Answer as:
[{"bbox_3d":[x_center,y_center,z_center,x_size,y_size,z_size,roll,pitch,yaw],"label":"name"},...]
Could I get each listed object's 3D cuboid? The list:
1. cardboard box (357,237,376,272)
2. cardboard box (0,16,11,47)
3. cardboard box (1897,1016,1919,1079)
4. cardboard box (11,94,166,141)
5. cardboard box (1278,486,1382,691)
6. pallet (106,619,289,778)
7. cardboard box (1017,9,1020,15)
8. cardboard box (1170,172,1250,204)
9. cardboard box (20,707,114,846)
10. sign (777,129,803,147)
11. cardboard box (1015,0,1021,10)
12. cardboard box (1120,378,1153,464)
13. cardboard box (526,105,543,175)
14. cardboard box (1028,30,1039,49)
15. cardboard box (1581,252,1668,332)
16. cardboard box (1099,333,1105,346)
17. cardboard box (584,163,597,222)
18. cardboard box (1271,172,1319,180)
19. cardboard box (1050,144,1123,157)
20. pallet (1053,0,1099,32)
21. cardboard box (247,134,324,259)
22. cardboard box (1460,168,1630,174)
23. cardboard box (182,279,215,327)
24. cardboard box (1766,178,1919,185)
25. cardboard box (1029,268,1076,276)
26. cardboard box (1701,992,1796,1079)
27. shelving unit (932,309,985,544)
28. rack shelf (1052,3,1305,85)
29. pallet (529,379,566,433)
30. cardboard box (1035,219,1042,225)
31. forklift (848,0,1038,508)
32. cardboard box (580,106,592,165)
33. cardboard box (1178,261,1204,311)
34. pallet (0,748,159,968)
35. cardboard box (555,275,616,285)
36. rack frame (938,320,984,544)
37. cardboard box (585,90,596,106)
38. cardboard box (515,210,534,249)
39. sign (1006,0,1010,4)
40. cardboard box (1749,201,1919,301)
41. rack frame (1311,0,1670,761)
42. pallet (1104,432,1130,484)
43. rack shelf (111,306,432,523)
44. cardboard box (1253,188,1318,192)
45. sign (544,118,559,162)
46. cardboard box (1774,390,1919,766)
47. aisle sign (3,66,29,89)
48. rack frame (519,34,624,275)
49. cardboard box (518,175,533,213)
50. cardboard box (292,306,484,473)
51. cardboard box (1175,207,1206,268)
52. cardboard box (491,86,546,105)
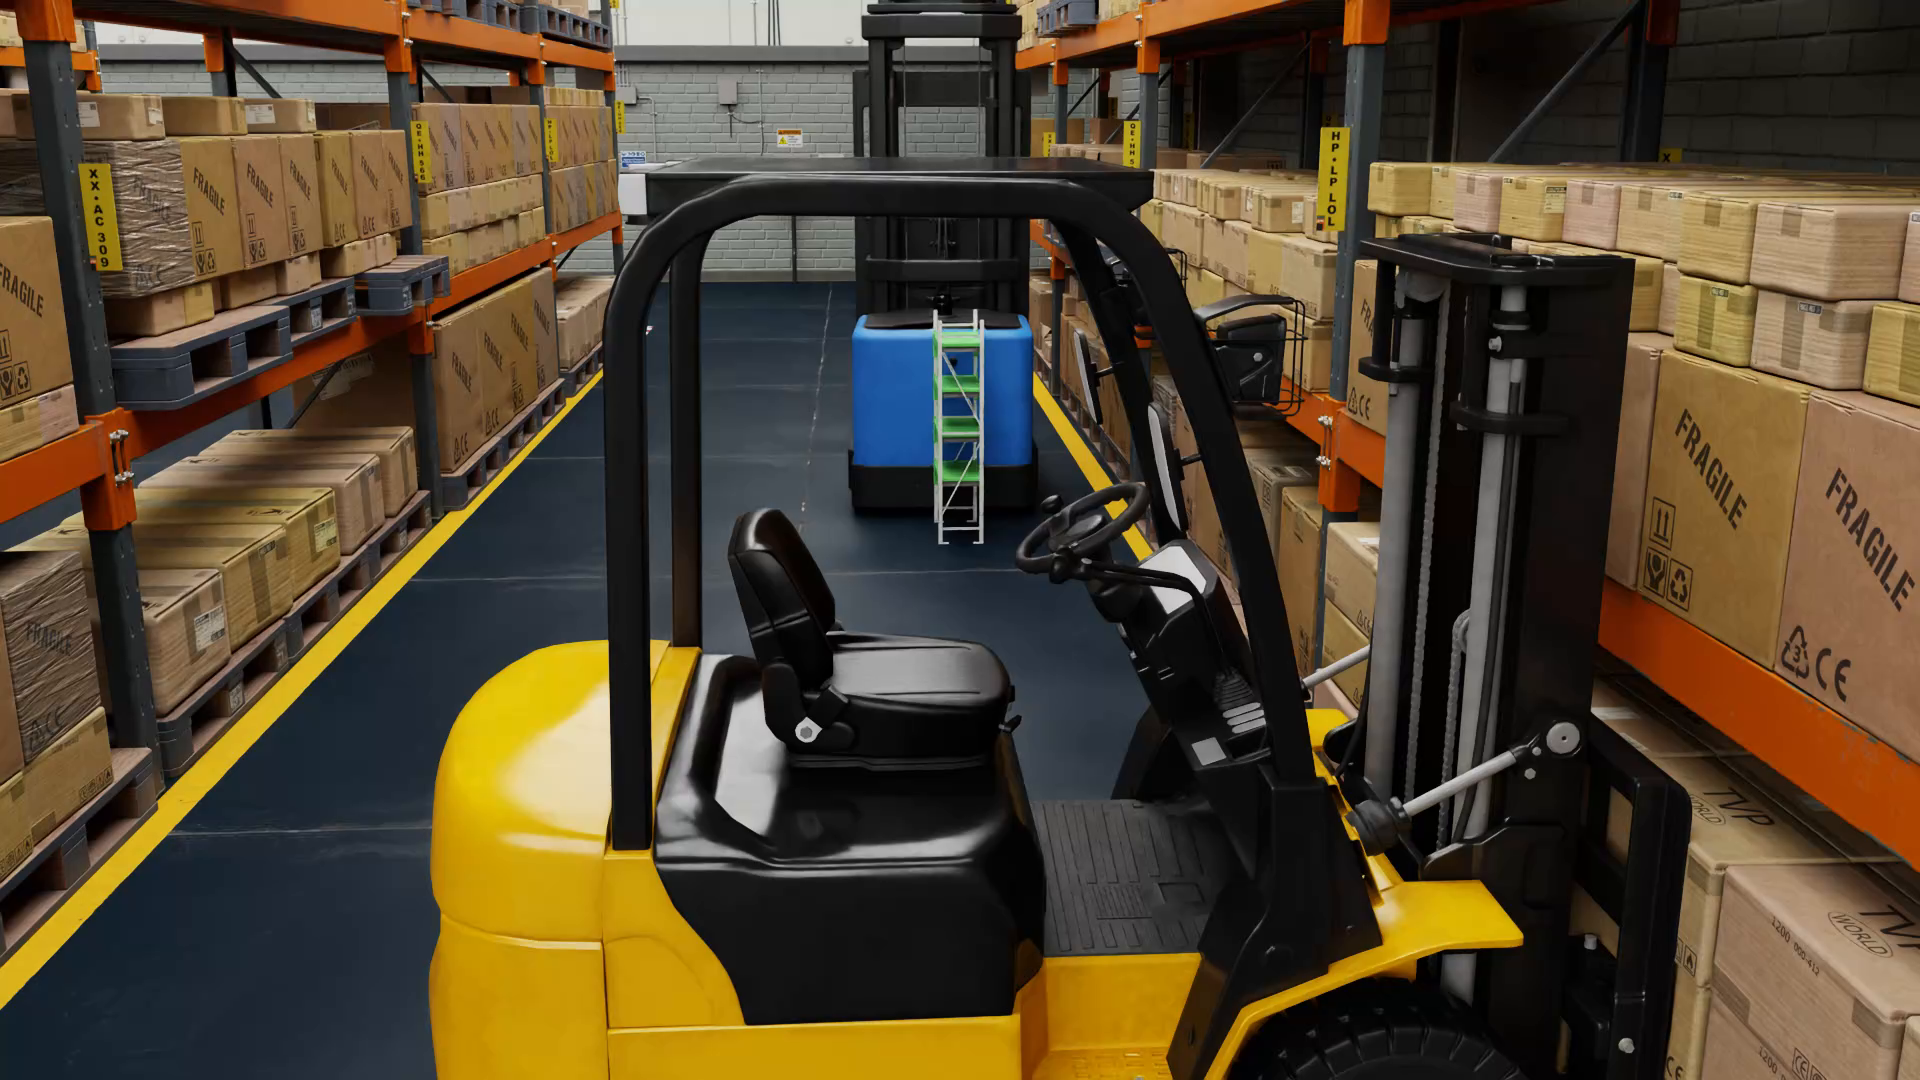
[{"bbox_3d":[-3.046,-1.379,8.028,0.380,0.149,0.250,-2,15,-6],"label":"cardboard box"},{"bbox_3d":[-8.487,-4.342,14.165,0.500,0.250,0.500,0,14,-1],"label":"cardboard box"},{"bbox_3d":[1.652,0.881,2.252,0.500,0.250,0.500,0,14,-2],"label":"cardboard box"},{"bbox_3d":[-2.886,-1.403,5.518,0.380,0.149,0.250,-1,14,-4],"label":"cardboard box"},{"bbox_3d":[1.700,0.169,6.273,0.875,0.625,0.625,0,14,-1],"label":"cardboard box"},{"bbox_3d":[-3.260,0.586,6.325,1.003,0.211,1.213,-1,14,-3],"label":"pallet"},{"bbox_3d":[0.807,-4.916,15.798,0.500,0.250,0.500,-1,14,-2],"label":"cardboard box"},{"bbox_3d":[1.281,-1.792,8.469,0.380,0.149,0.250,0,14,-2],"label":"cardboard box"},{"bbox_3d":[-2.905,0.700,4.960,0.500,0.250,0.500,0,14,-1],"label":"cardboard box"},{"bbox_3d":[-2.289,-5.404,22.352,0.339,0.242,0.001,-1,14,-3],"label":"sign"},{"bbox_3d":[0.790,-5.158,15.734,0.500,0.250,0.500,-1,14,-4],"label":"cardboard box"},{"bbox_3d":[1.255,-0.738,10.048,0.500,0.500,0.500,0,14,-2],"label":"cardboard box"},{"bbox_3d":[-3.427,-2.986,12.404,0.500,0.500,0.500,0,14,-2],"label":"cardboard box"},{"bbox_3d":[0.806,-4.436,14.733,0.380,0.149,0.250,-1,14,-2],"label":"cardboard box"},{"bbox_3d":[1.577,-0.543,3.613,0.380,0.149,0.250,-1,14,-5],"label":"cardboard box"},{"bbox_3d":[1.158,-1.399,11.316,0.380,0.149,0.250,-2,15,-6],"label":"cardboard box"},{"bbox_3d":[-3.557,-3.107,14.880,0.500,0.500,0.500,0,14,-2],"label":"cardboard box"},{"bbox_3d":[1.801,-1.799,8.497,0.380,0.149,0.250,-1,14,-3],"label":"cardboard box"},{"bbox_3d":[1.055,-2.766,12.713,0.700,0.500,0.500,-1,14,-2],"label":"cardboard box"},{"bbox_3d":[1.286,-3.578,11.272,1.213,0.211,1.003,-1,14,-3],"label":"pallet"},{"bbox_3d":[-3.044,-1.463,7.052,0.500,0.500,0.500,-1,15,-6],"label":"cardboard box"},{"bbox_3d":[1.599,-0.944,4.577,0.380,0.149,0.250,-1,14,-4],"label":"cardboard box"},{"bbox_3d":[-2.936,-0.857,5.999,0.380,0.149,0.250,-1,14,-2],"label":"cardboard box"},{"bbox_3d":[2.112,-0.761,3.866,0.380,0.149,0.250,-1,14,-4],"label":"cardboard box"},{"bbox_3d":[0.944,-2.473,16.787,0.797,0.503,0.637,-1,15,-6],"label":"cardboard box"},{"bbox_3d":[1.629,0.992,2.825,0.500,0.250,0.500,-1,14,-4],"label":"cardboard box"},{"bbox_3d":[-0.010,-0.622,9.037,0.258,1.200,0.503,-1,14,-3],"label":"shelving unit"},{"bbox_3d":[1.372,-3.245,11.042,1.077,0.370,4.000,-1,14,-3],"label":"rack shelf"},{"bbox_3d":[-3.583,-1.019,12.564,1.003,0.211,1.213,-1,14,-3],"label":"pallet"},{"bbox_3d":[0.865,-2.849,14.584,0.380,0.149,0.250,-1,14,-4],"label":"cardboard box"},{"bbox_3d":[-0.113,-1.912,10.575,1.130,2.935,3.031,0,14,-1],"label":"forklift"},{"bbox_3d":[-3.568,-3.594,14.767,0.500,0.500,0.500,-1,14,-4],"label":"cardboard box"},{"bbox_3d":[1.345,-1.203,7.984,0.500,0.250,0.500,-1,14,-5],"label":"cardboard box"},{"bbox_3d":[-3.133,0.946,4.925,1.003,0.211,1.213,-1,14,-3],"label":"pallet"},{"bbox_3d":[-3.813,-2.355,16.459,0.875,0.438,0.875,-1,14,-5],"label":"cardboard box"},{"bbox_3d":[0.005,-0.562,8.801,0.240,1.200,0.015,-1,14,-3],"label":"rack frame"},{"bbox_3d":[-3.617,-4.127,15.537,0.380,0.149,0.250,-1,14,-2],"label":"cardboard box"},{"bbox_3d":[-3.396,-2.253,12.065,0.500,0.250,0.500,-1,14,-4],"label":"cardboard box"},{"bbox_3d":[0.459,-5.500,16.610,0.100,0.325,0.005,-1,14,-3],"label":"sign"},{"bbox_3d":[1.601,-0.498,2.841,0.380,0.149,0.250,-1,14,-2],"label":"cardboard box"},{"bbox_3d":[1.744,-0.648,5.526,1.000,3.000,0.127,-1,14,-3],"label":"rack frame"},{"bbox_3d":[1.487,-0.479,10.464,1.003,0.211,1.213,-1,14,-3],"label":"pallet"},{"bbox_3d":[-3.334,-0.720,7.248,1.077,0.370,4.000,-1,14,-3],"label":"rack shelf"},{"bbox_3d":[1.402,-1.347,6.741,0.380,0.149,0.250,-1,14,-5],"label":"cardboard box"},{"bbox_3d":[-3.165,-3.094,12.865,0.100,0.325,0.005,-1,14,-3],"label":"sign"},{"bbox_3d":[1.676,0.051,2.609,0.500,0.500,0.500,0,14,-2],"label":"cardboard box"},{"bbox_3d":[-9.192,-4.726,16.158,0.394,0.787,0.004,-1,14,-3],"label":"aisle sign"},{"bbox_3d":[-3.954,-3.555,16.824,1.000,3.000,0.127,-1,14,-3],"label":"rack frame"},{"bbox_3d":[-3.397,-2.500,12.020,0.500,0.250,0.500,-1,14,-2],"label":"cardboard box"},{"bbox_3d":[-3.418,-0.913,9.976,0.875,0.875,0.875,-1,14,-4],"label":"cardboard box"},{"bbox_3d":[1.324,-1.443,7.914,0.500,0.250,0.500,-1,14,-5],"label":"cardboard box"},{"bbox_3d":[-3.466,-3.490,13.060,0.380,0.149,0.250,-1,14,-4],"label":"cardboard box"}]
